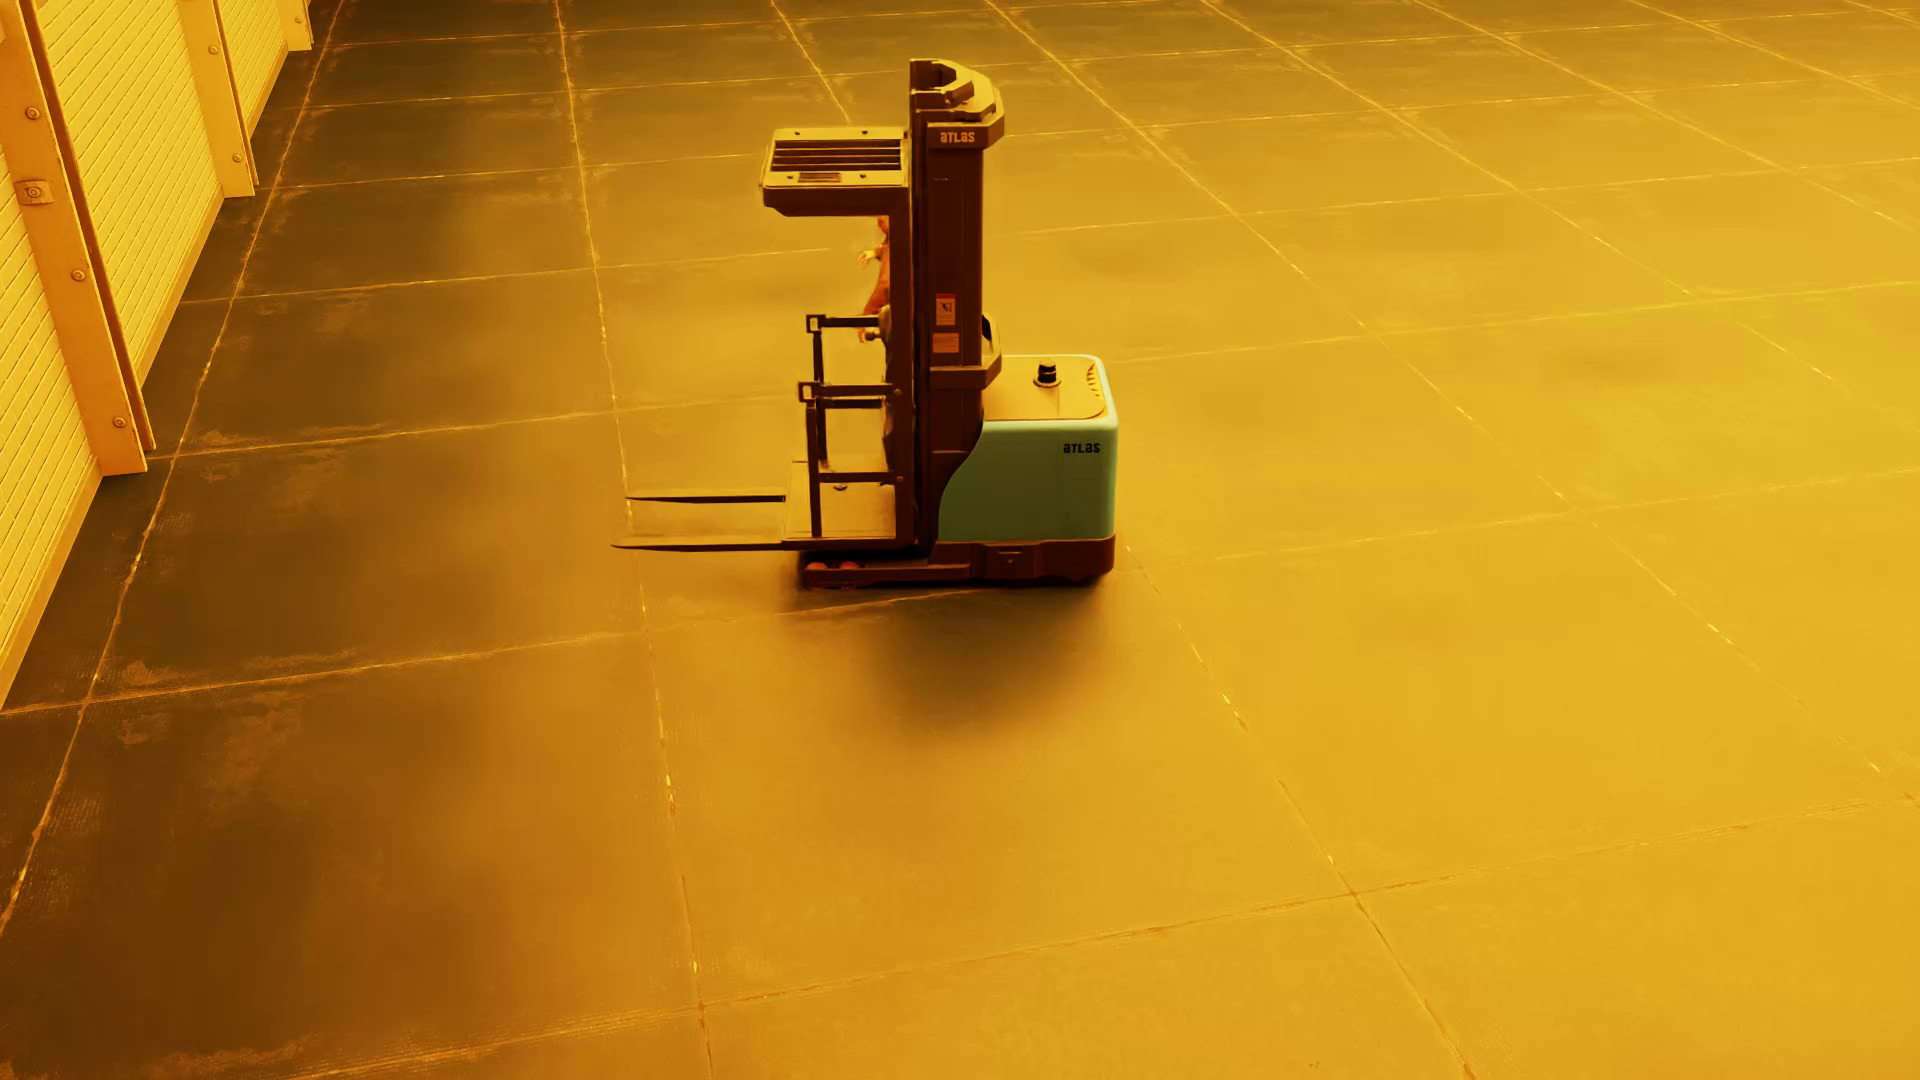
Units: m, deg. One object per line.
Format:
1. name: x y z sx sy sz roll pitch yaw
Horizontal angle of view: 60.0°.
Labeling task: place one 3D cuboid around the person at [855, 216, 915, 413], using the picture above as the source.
1. person: -0.419 -1.721 12.009 0.706 1.537 0.948 -5 30 -9

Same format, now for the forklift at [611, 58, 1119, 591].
1. forklift: -0.599 -1.236 9.709 3.031 2.935 1.130 -1 30 -2
